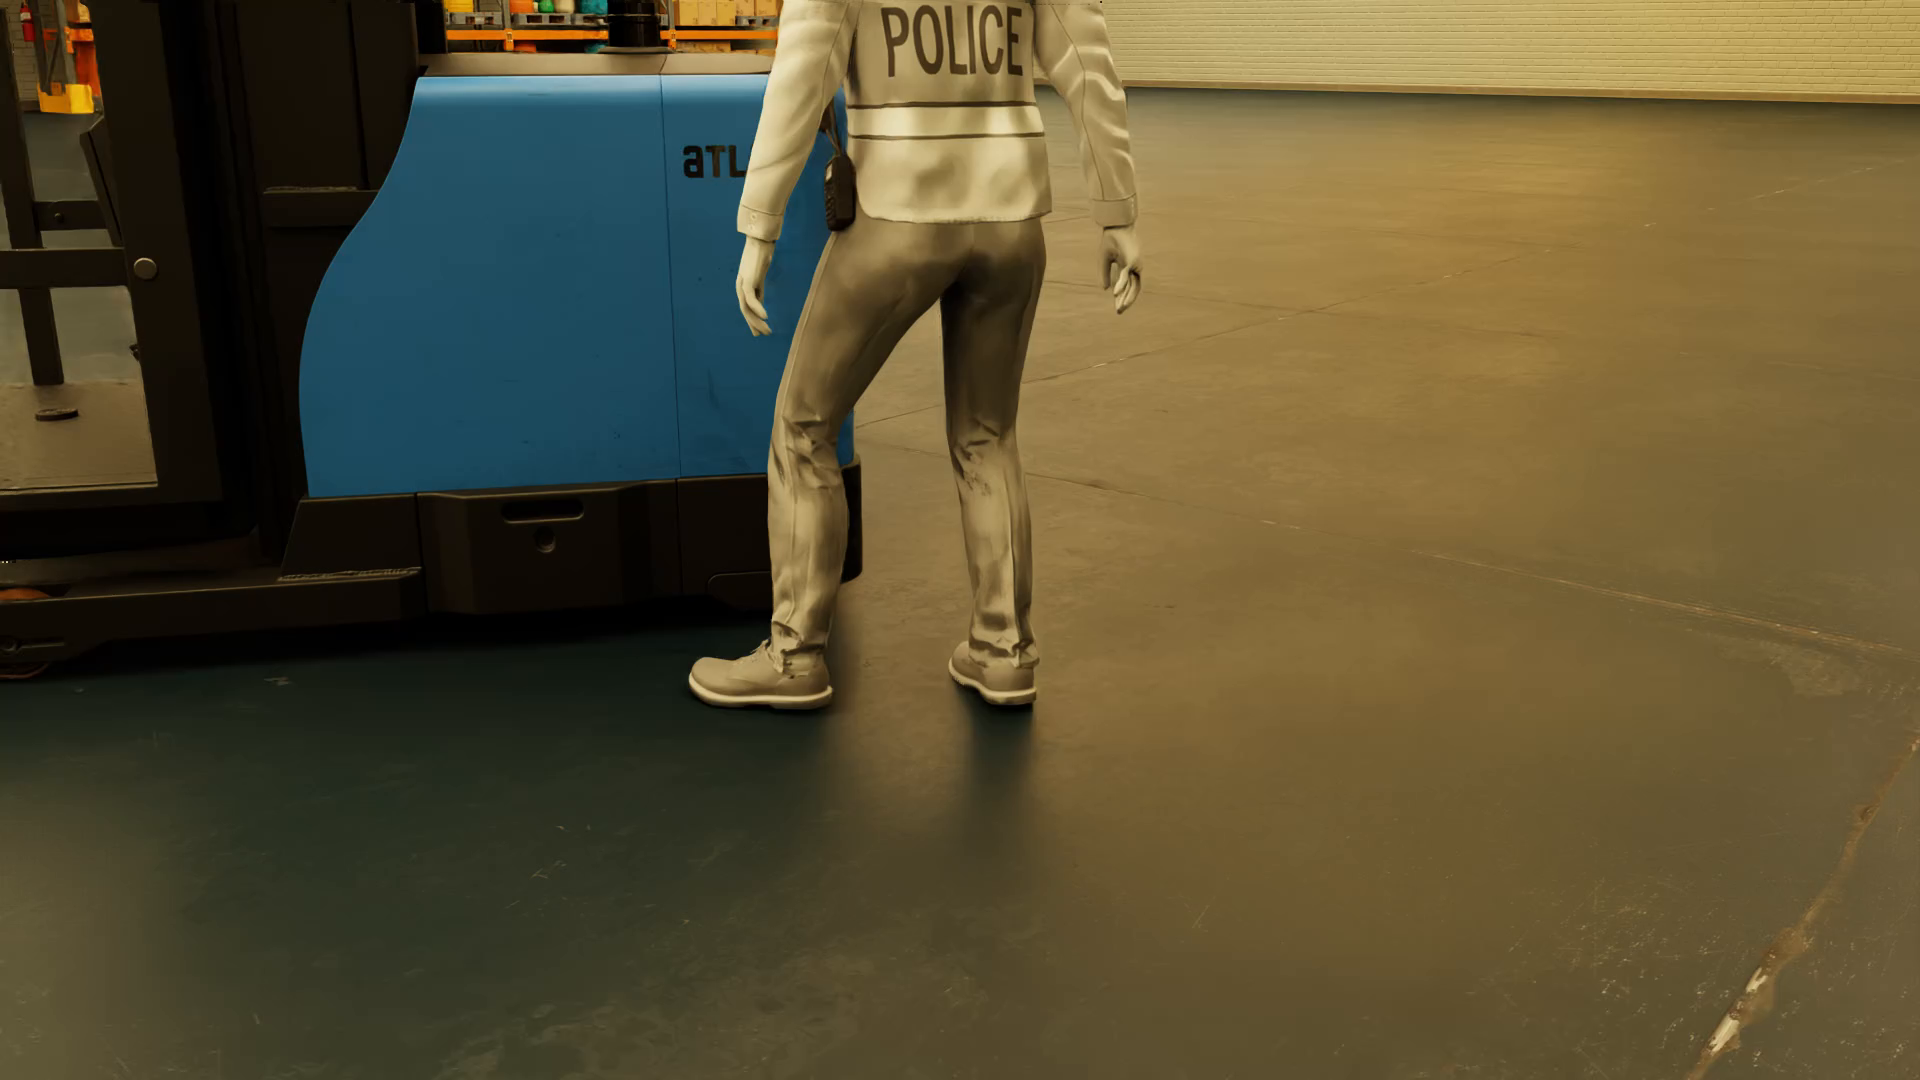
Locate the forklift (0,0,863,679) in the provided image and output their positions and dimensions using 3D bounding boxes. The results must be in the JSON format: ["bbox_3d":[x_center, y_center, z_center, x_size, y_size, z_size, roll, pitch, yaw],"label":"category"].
[{"bbox_3d":[-1.776,-1.300,3.178,3.031,2.935,1.130,-4,17,-12],"label":"forklift"}]

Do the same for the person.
[{"bbox_3d":[-0.081,-0.508,2.821,0.788,1.639,0.382,-7,18,-22],"label":"person"}]
